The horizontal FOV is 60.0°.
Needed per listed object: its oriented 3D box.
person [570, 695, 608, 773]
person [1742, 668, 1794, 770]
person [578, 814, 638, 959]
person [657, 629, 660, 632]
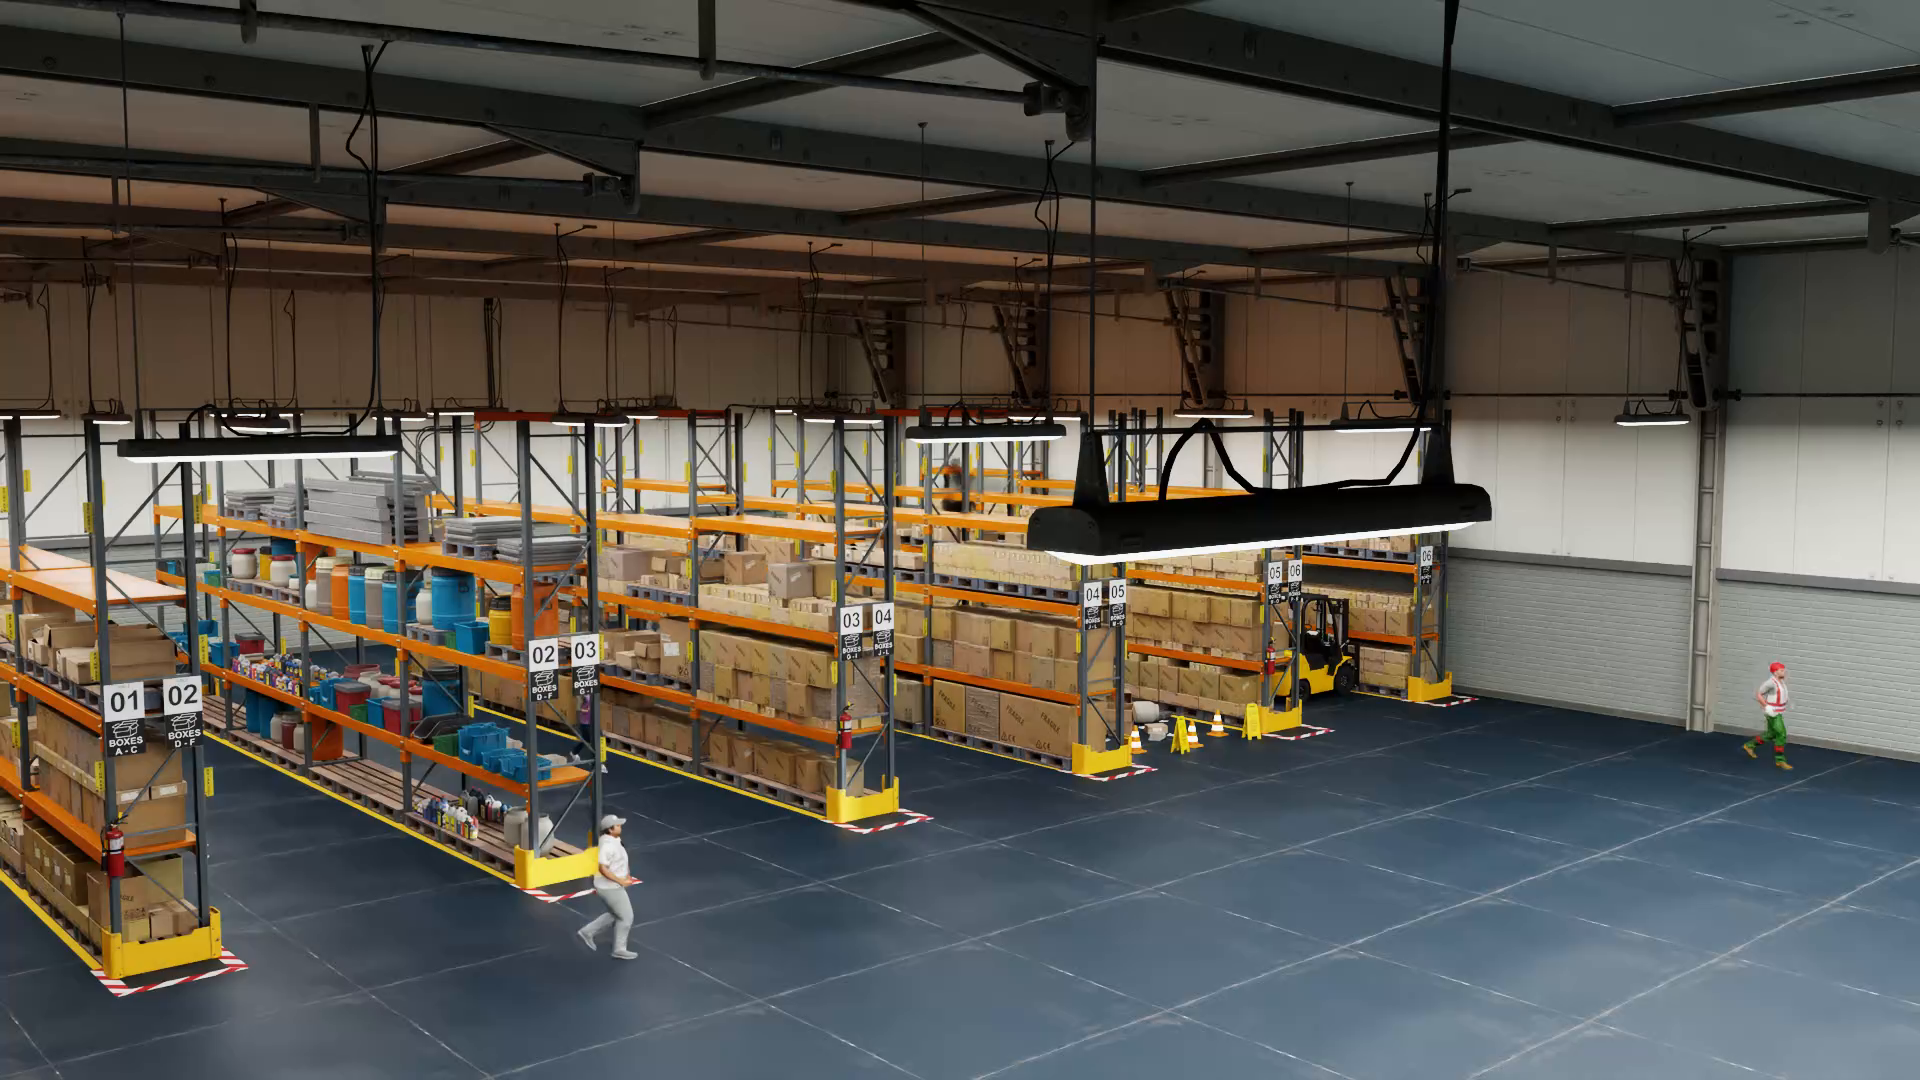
[{"bbox_3d":[-6.251,3.074,27.941,0.877,1.605,0.521,4,7,40],"label":"person"},{"bbox_3d":[13.777,2.976,28.269,0.652,1.757,0.867,-5,7,-44],"label":"person"},{"bbox_3d":[-3.947,3.888,18.596,0.652,1.648,0.614,-1,5,-15],"label":"person"},{"bbox_3d":[-7.941,1.660,42.831,0.517,1.745,0.966,3,6,32],"label":"person"}]
